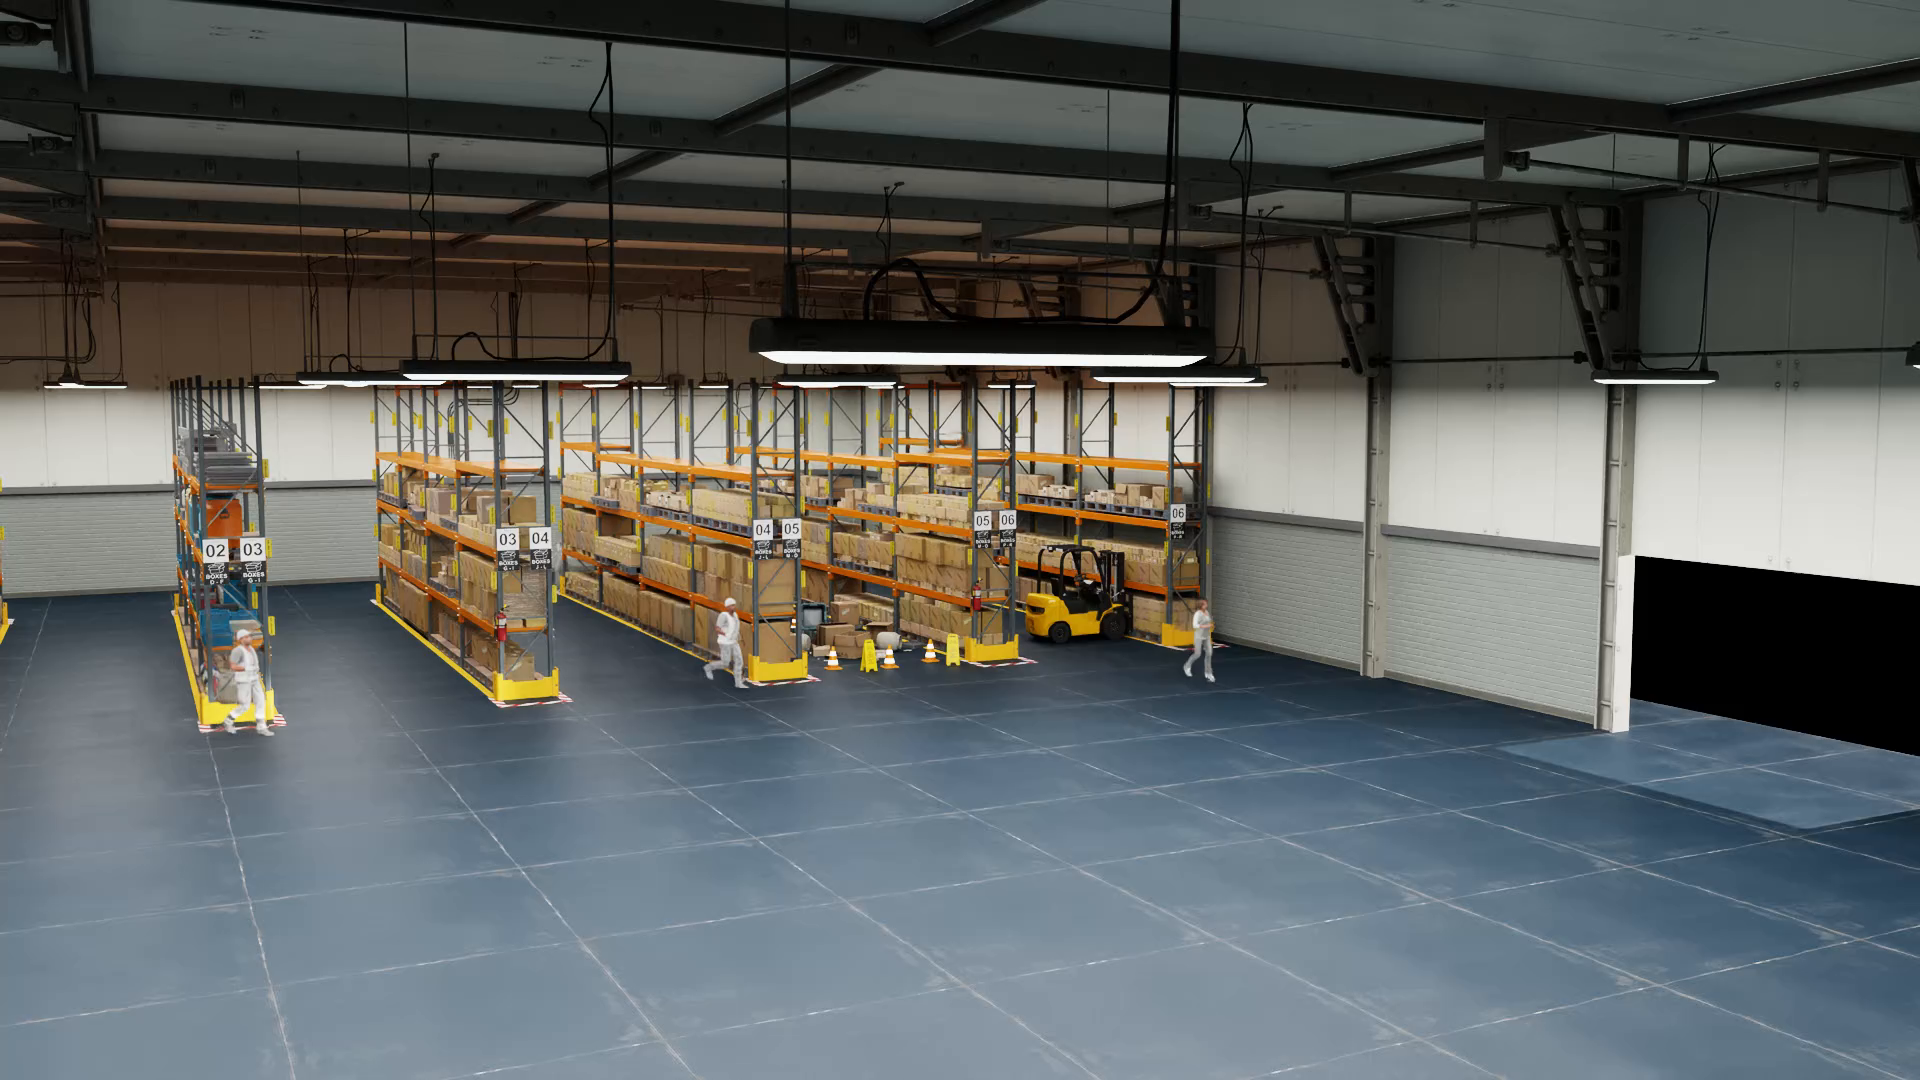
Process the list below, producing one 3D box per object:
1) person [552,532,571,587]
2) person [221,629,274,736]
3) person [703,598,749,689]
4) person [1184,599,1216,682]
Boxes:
[{"bbox_3d":[-11.567,0.567,48.439,0.815,1.702,0.670,-2,5,-20],"label":"person"},{"bbox_3d":[-11.852,2.373,27.588,0.847,1.798,0.655,1,5,10],"label":"person"},{"bbox_3d":[-4.503,1.996,32.185,0.982,1.764,0.690,3,6,27],"label":"person"},{"bbox_3d":[4.775,1.979,33.071,0.575,1.631,0.771,-4,7,-41],"label":"person"}]
